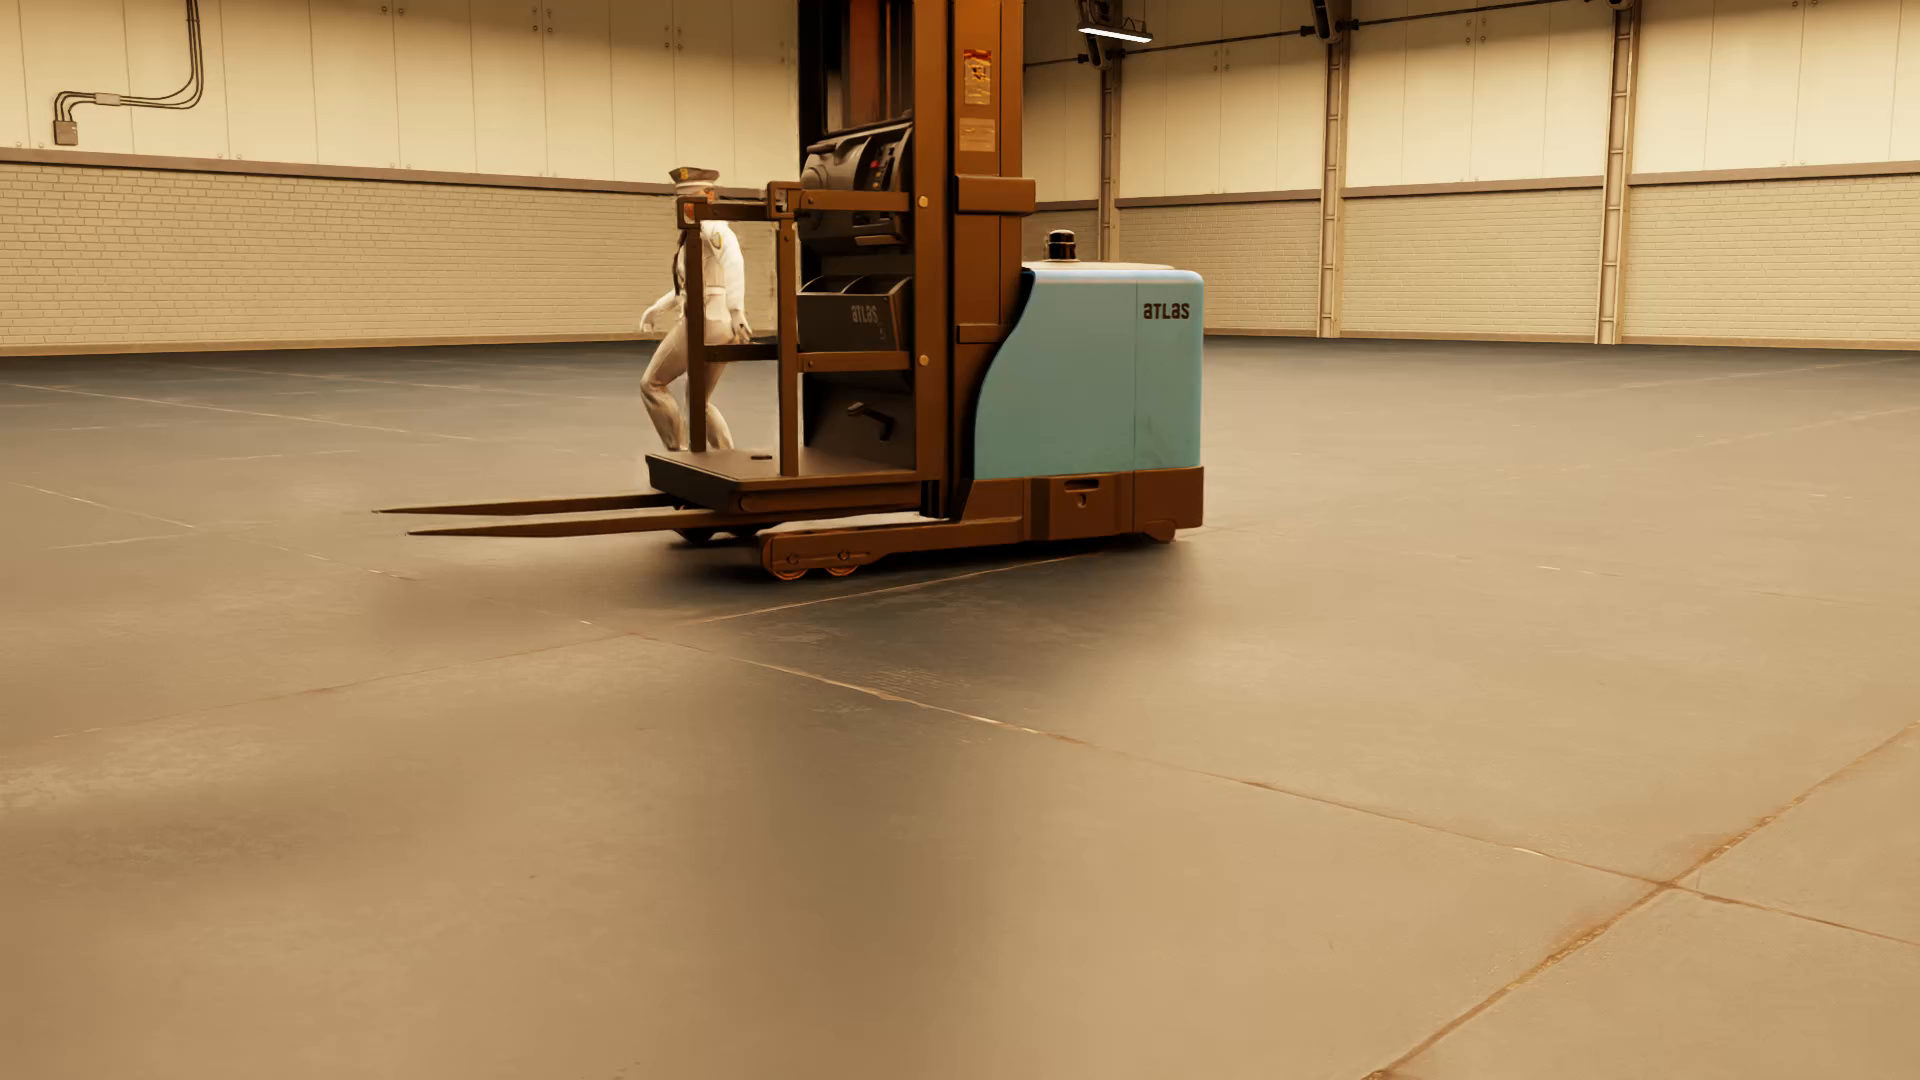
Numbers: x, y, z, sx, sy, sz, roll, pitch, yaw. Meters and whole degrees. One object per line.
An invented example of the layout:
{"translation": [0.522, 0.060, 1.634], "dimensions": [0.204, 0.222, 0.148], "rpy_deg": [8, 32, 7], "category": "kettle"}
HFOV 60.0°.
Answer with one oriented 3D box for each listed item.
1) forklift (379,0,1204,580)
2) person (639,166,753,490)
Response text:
{"translation": [-0.583, -1.398, 6.159], "dimensions": [3.031, 2.935, 1.130], "rpy_deg": [-4, 10, -27], "category": "forklift"}
{"translation": [-1.282, -1.022, 8.295], "dimensions": [0.710, 1.646, 0.613], "rpy_deg": [2, 9, 13], "category": "person"}
